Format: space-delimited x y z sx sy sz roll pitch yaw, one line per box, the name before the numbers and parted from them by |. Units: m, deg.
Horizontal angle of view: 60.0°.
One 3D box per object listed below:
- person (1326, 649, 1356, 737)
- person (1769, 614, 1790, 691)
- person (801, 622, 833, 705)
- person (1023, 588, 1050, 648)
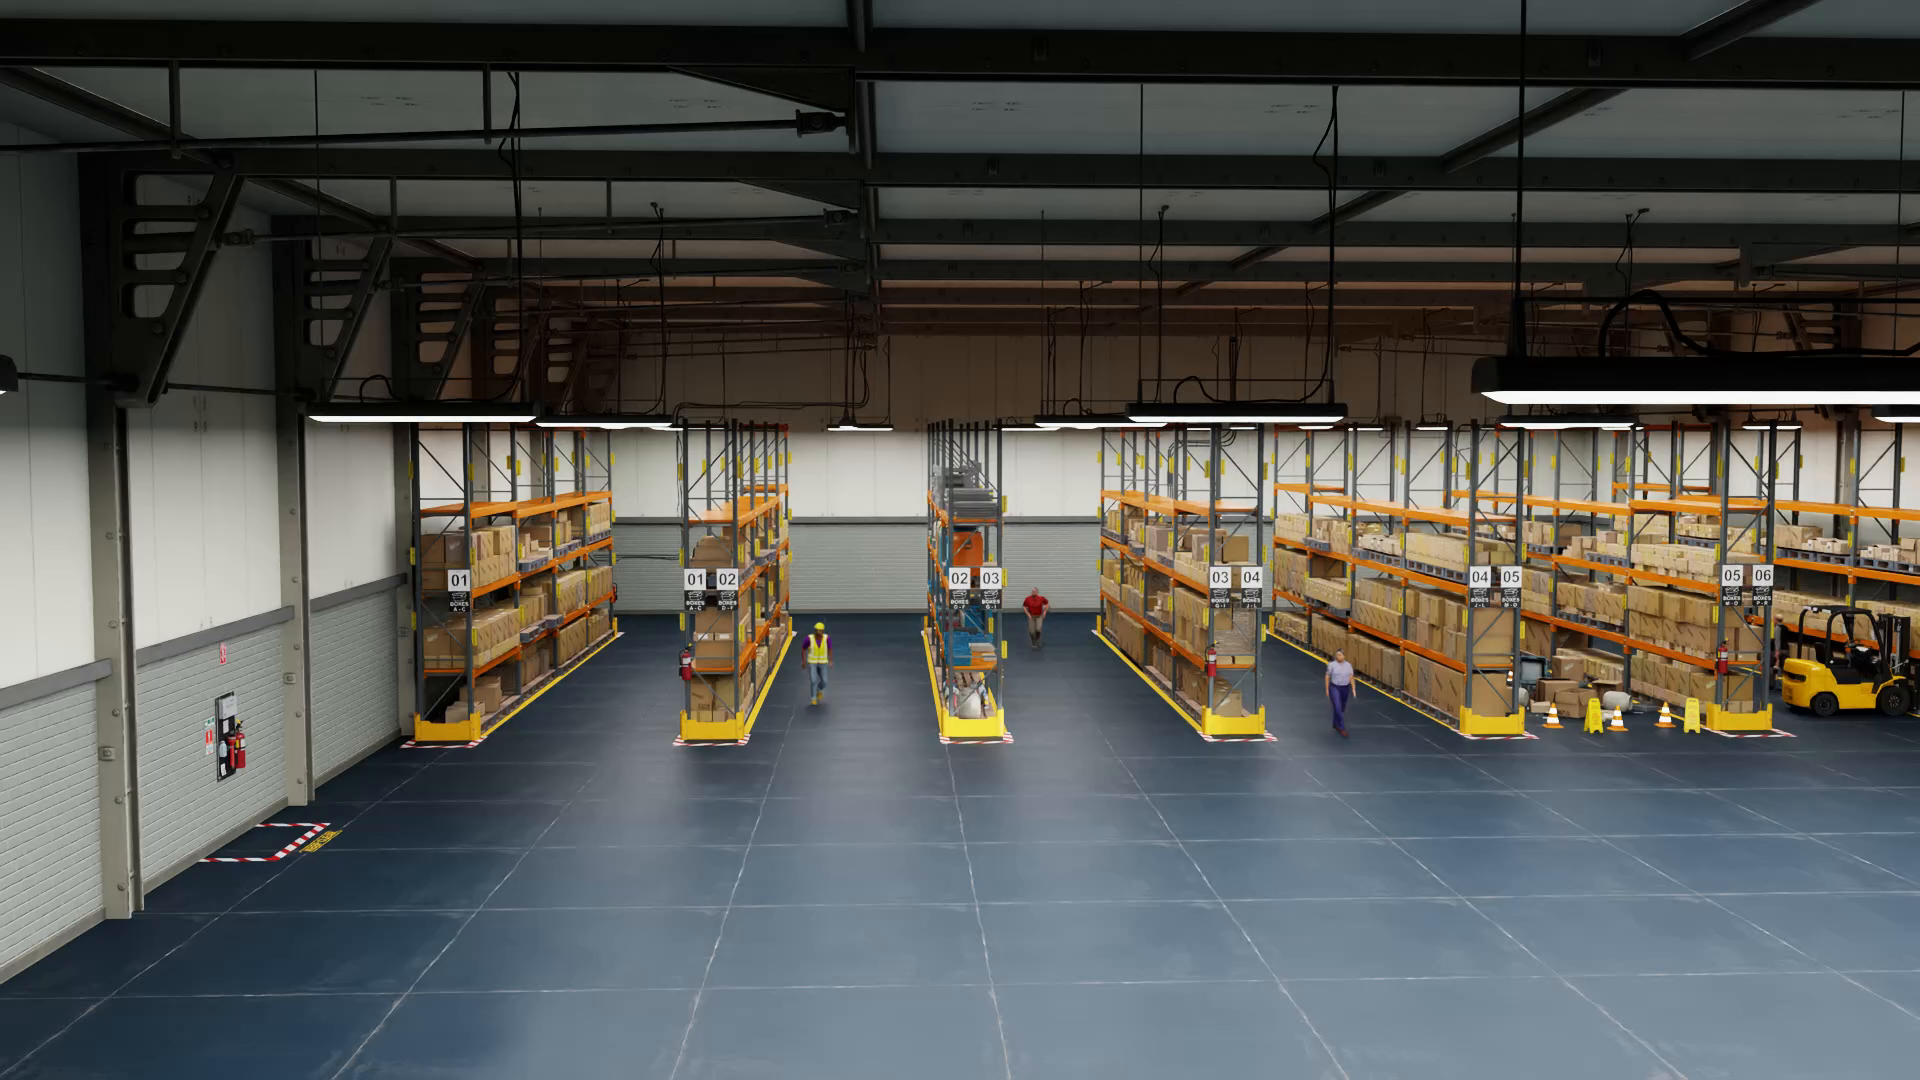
person | 7.261 2.873 31.609 0.501 1.610 0.914 -1 4 -12
person | 18.214 2.525 36.915 0.521 1.761 0.624 -1 4 -14
person | -3.044 2.600 35.285 0.642 1.745 0.664 -1 4 -16
person | 2.029 2.074 44.298 0.709 1.637 0.731 0 4 5
